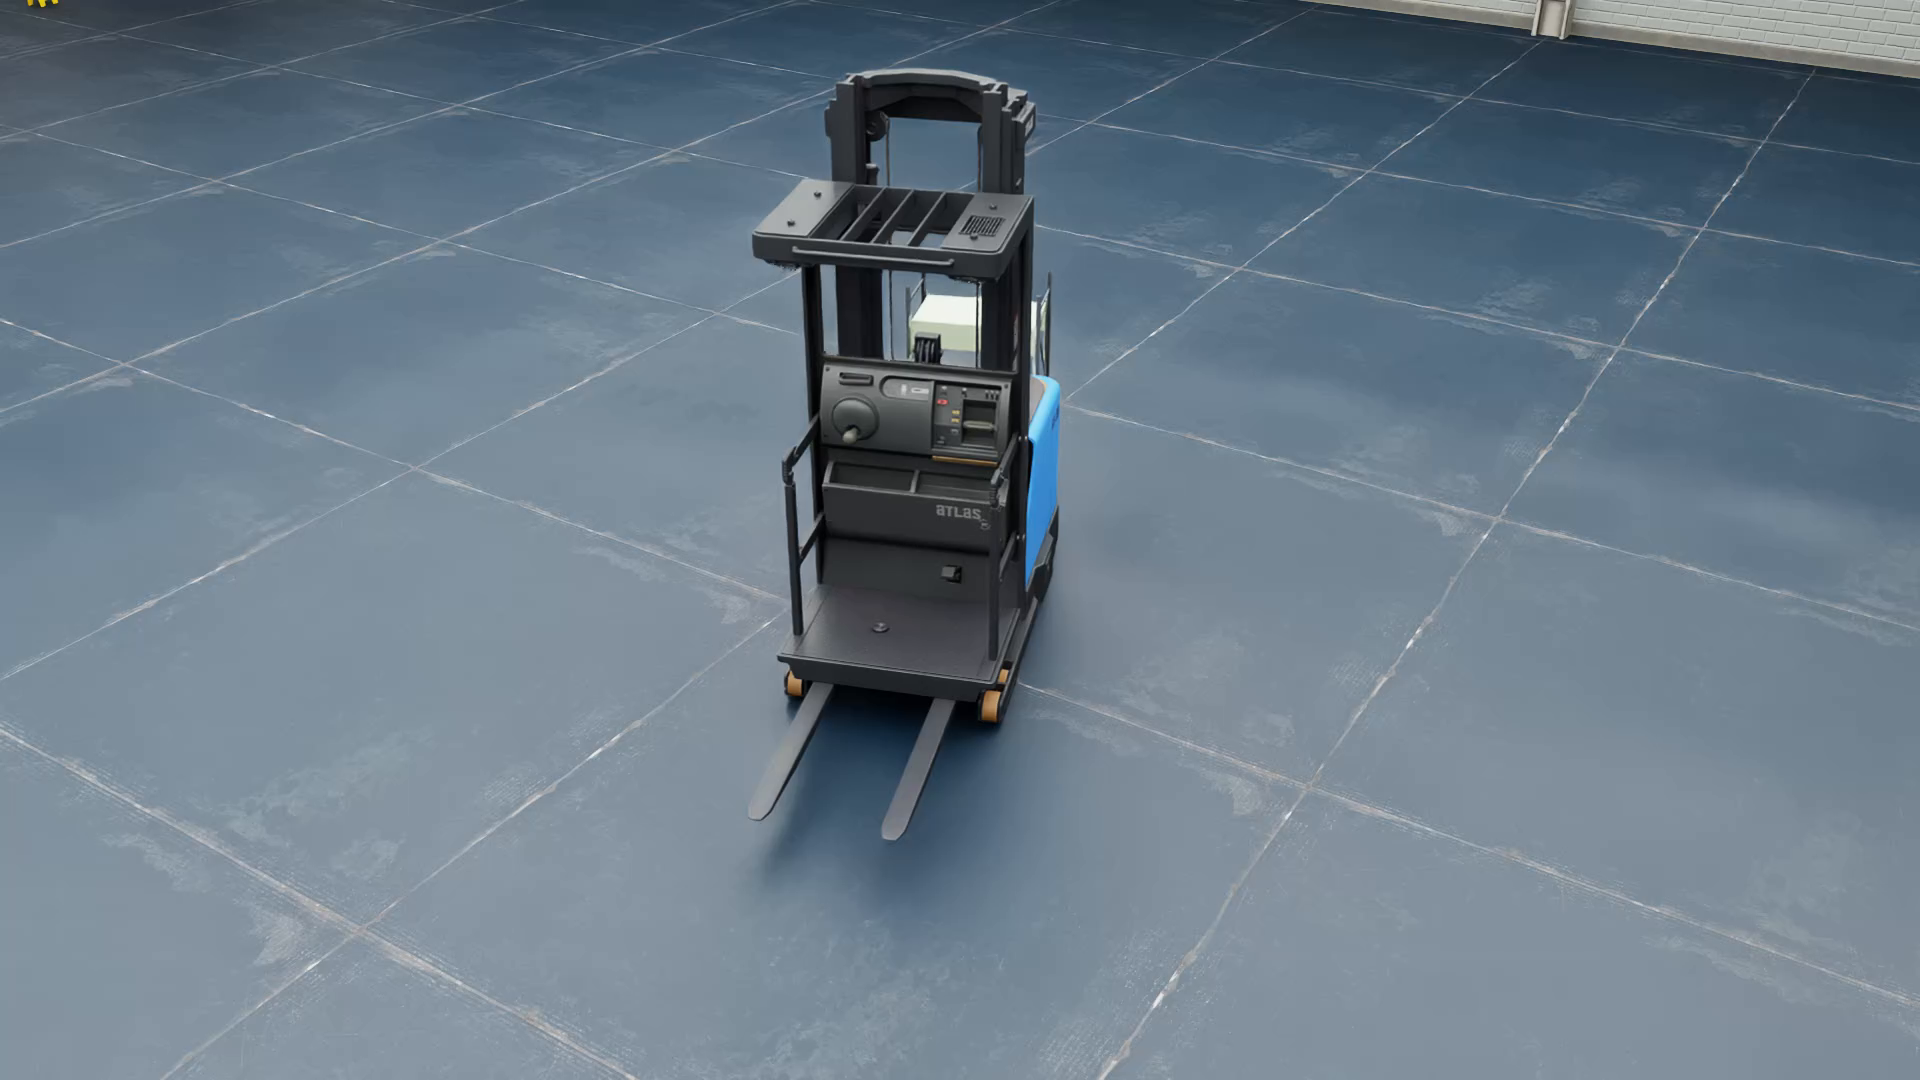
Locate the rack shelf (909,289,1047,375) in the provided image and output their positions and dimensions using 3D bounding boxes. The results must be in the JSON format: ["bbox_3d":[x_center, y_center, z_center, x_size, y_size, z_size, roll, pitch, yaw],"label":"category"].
[{"bbox_3d":[0.112,-1.153,9.463,0.720,0.370,0.431,6,31,11],"label":"rack shelf"}]

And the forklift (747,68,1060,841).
[{"bbox_3d":[-0.262,-0.570,7.818,1.130,2.935,3.031,7,31,11],"label":"forklift"}]

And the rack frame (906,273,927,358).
[{"bbox_3d":[-0.246,-0.855,9.727,0.023,1.500,0.400,6,31,11],"label":"rack frame"}]

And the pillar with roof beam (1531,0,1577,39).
[{"bbox_3d":[4.943,-8.238,14.941,0.400,9.000,9.100,18,35,27],"label":"pillar with roof beam"}]

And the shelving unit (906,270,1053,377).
[{"bbox_3d":[0.112,-0.816,9.660,0.755,1.500,0.431,6,31,11],"label":"shelving unit"}]

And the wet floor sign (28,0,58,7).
[{"bbox_3d":[-12.008,-7.297,21.617,0.232,0.644,0.267,12,32,19],"label":"wet floor sign"}]

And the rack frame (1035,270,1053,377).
[{"bbox_3d":[0.469,-0.776,9.592,0.023,1.500,0.400,6,31,11],"label":"rack frame"}]
